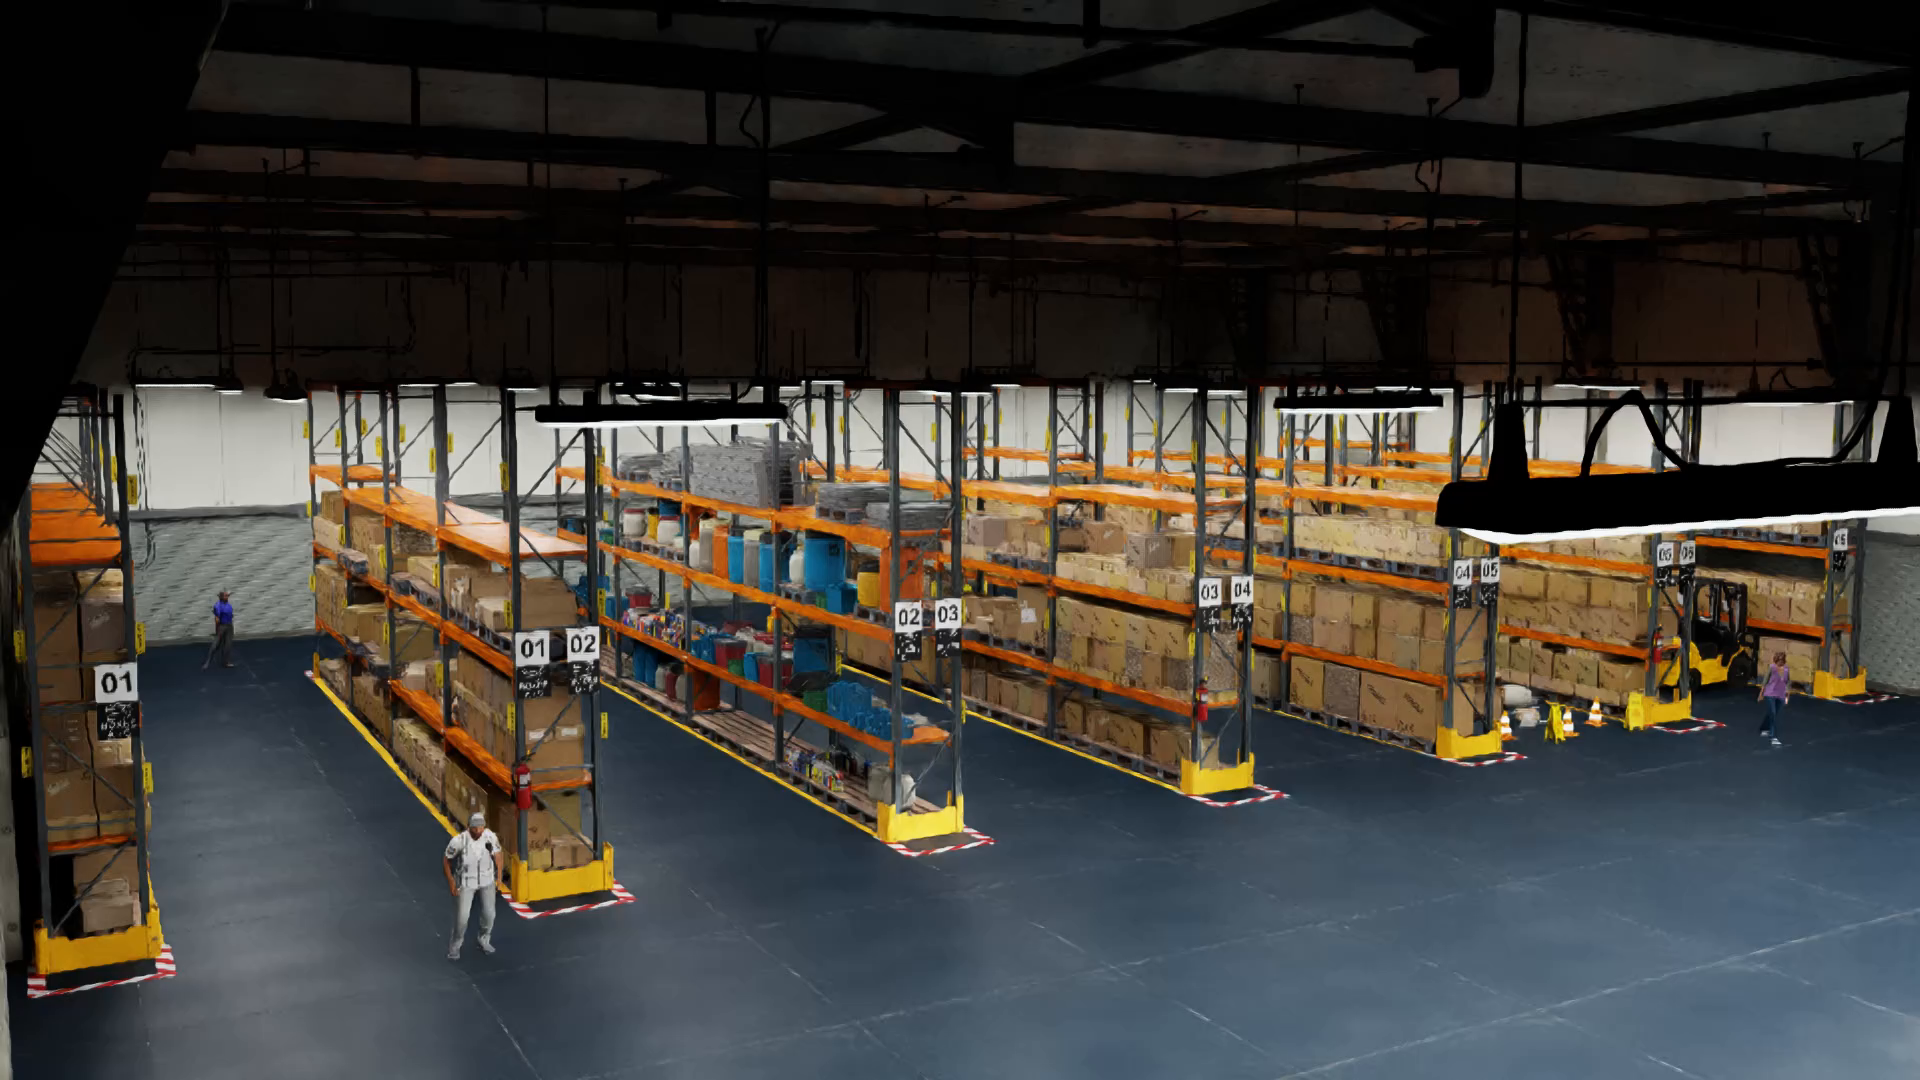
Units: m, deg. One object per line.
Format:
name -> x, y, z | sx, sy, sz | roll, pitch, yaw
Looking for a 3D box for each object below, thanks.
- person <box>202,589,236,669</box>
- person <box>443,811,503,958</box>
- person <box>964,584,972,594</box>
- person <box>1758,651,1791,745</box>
person -> -15.413, 1.858, 34.501 | 0.481, 1.639, 0.657 | 2, 6, 16
person -> -5.172, 3.658, 17.717 | 0.625, 1.611, 0.574 | -4, 7, -31
person -> 0.120, 1.755, 35.055 | 0.575, 1.689, 1.128 | -4, 7, -31
person -> 13.642, 2.608, 27.810 | 0.457, 1.543, 0.884 | -1, 6, -5
